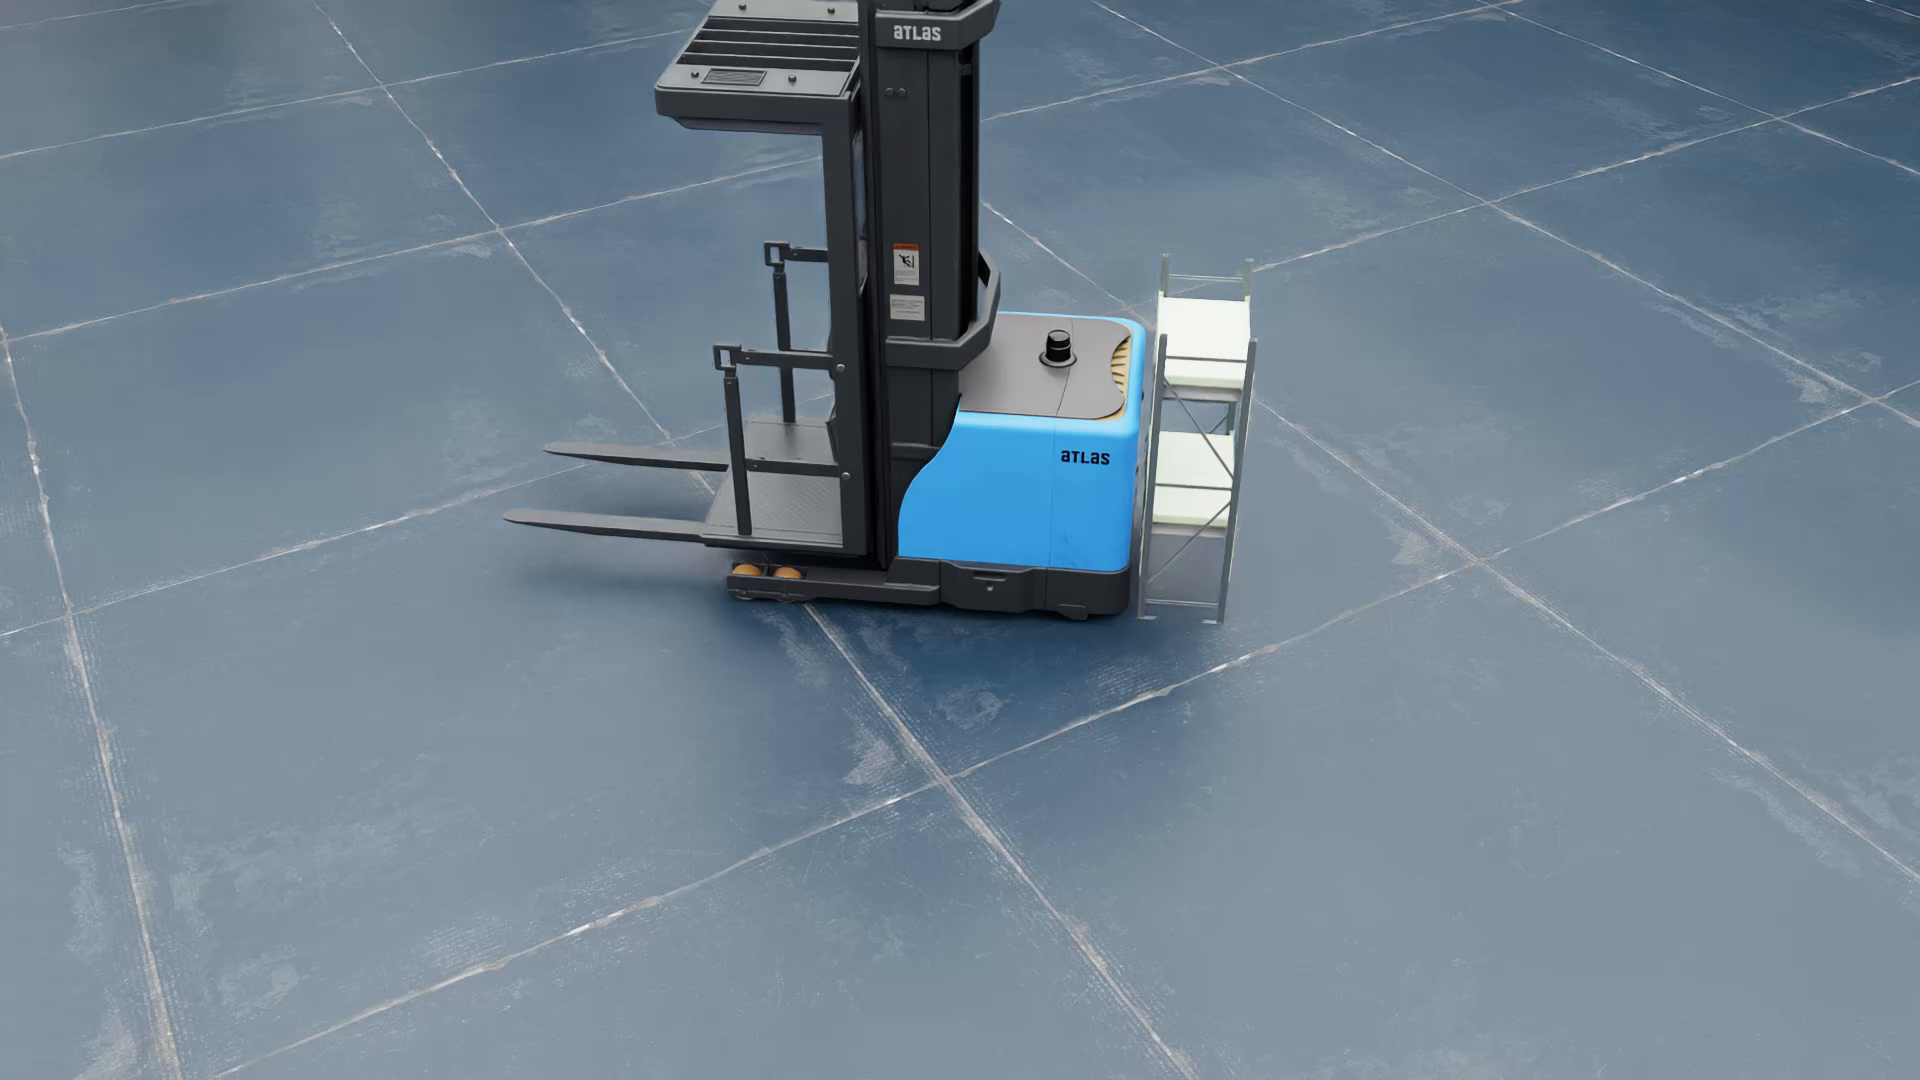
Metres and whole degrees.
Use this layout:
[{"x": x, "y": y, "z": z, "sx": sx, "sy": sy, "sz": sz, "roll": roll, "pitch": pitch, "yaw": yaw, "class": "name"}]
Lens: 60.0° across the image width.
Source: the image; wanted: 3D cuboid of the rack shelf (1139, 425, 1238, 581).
[{"x": 1.065, "y": -0.180, "z": 7.778, "sx": 0.431, "sy": 0.370, "sz": 0.720, "roll": 4, "pitch": 36, "yaw": 5, "class": "rack shelf"}]

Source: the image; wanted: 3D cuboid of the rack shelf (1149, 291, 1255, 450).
[{"x": 1.065, "y": -0.759, "z": 7.356, "sx": 0.431, "sy": 0.370, "sz": 0.720, "roll": 4, "pitch": 36, "yaw": 5, "class": "rack shelf"}]

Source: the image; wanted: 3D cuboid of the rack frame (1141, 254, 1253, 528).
[{"x": 1.108, "y": -0.658, "z": 7.879, "sx": 0.400, "sy": 1.500, "sz": 0.023, "roll": 4, "pitch": 36, "yaw": 5, "class": "rack frame"}]

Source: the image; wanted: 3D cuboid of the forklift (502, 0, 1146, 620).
[{"x": -0.667, "y": -1.191, "z": 7.396, "sx": 3.031, "sy": 2.935, "sz": 1.130, "roll": 4, "pitch": 36, "yaw": 6, "class": "forklift"}]

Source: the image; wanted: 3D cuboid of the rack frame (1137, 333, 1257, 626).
[{"x": 1.023, "y": -0.229, "z": 7.292, "sx": 0.400, "sy": 1.500, "sz": 0.023, "roll": 4, "pitch": 36, "yaw": 5, "class": "rack frame"}]

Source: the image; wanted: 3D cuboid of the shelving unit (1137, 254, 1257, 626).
[{"x": 1.065, "y": -0.444, "z": 7.586, "sx": 0.431, "sy": 1.500, "sz": 0.755, "roll": 4, "pitch": 36, "yaw": 5, "class": "shelving unit"}]
